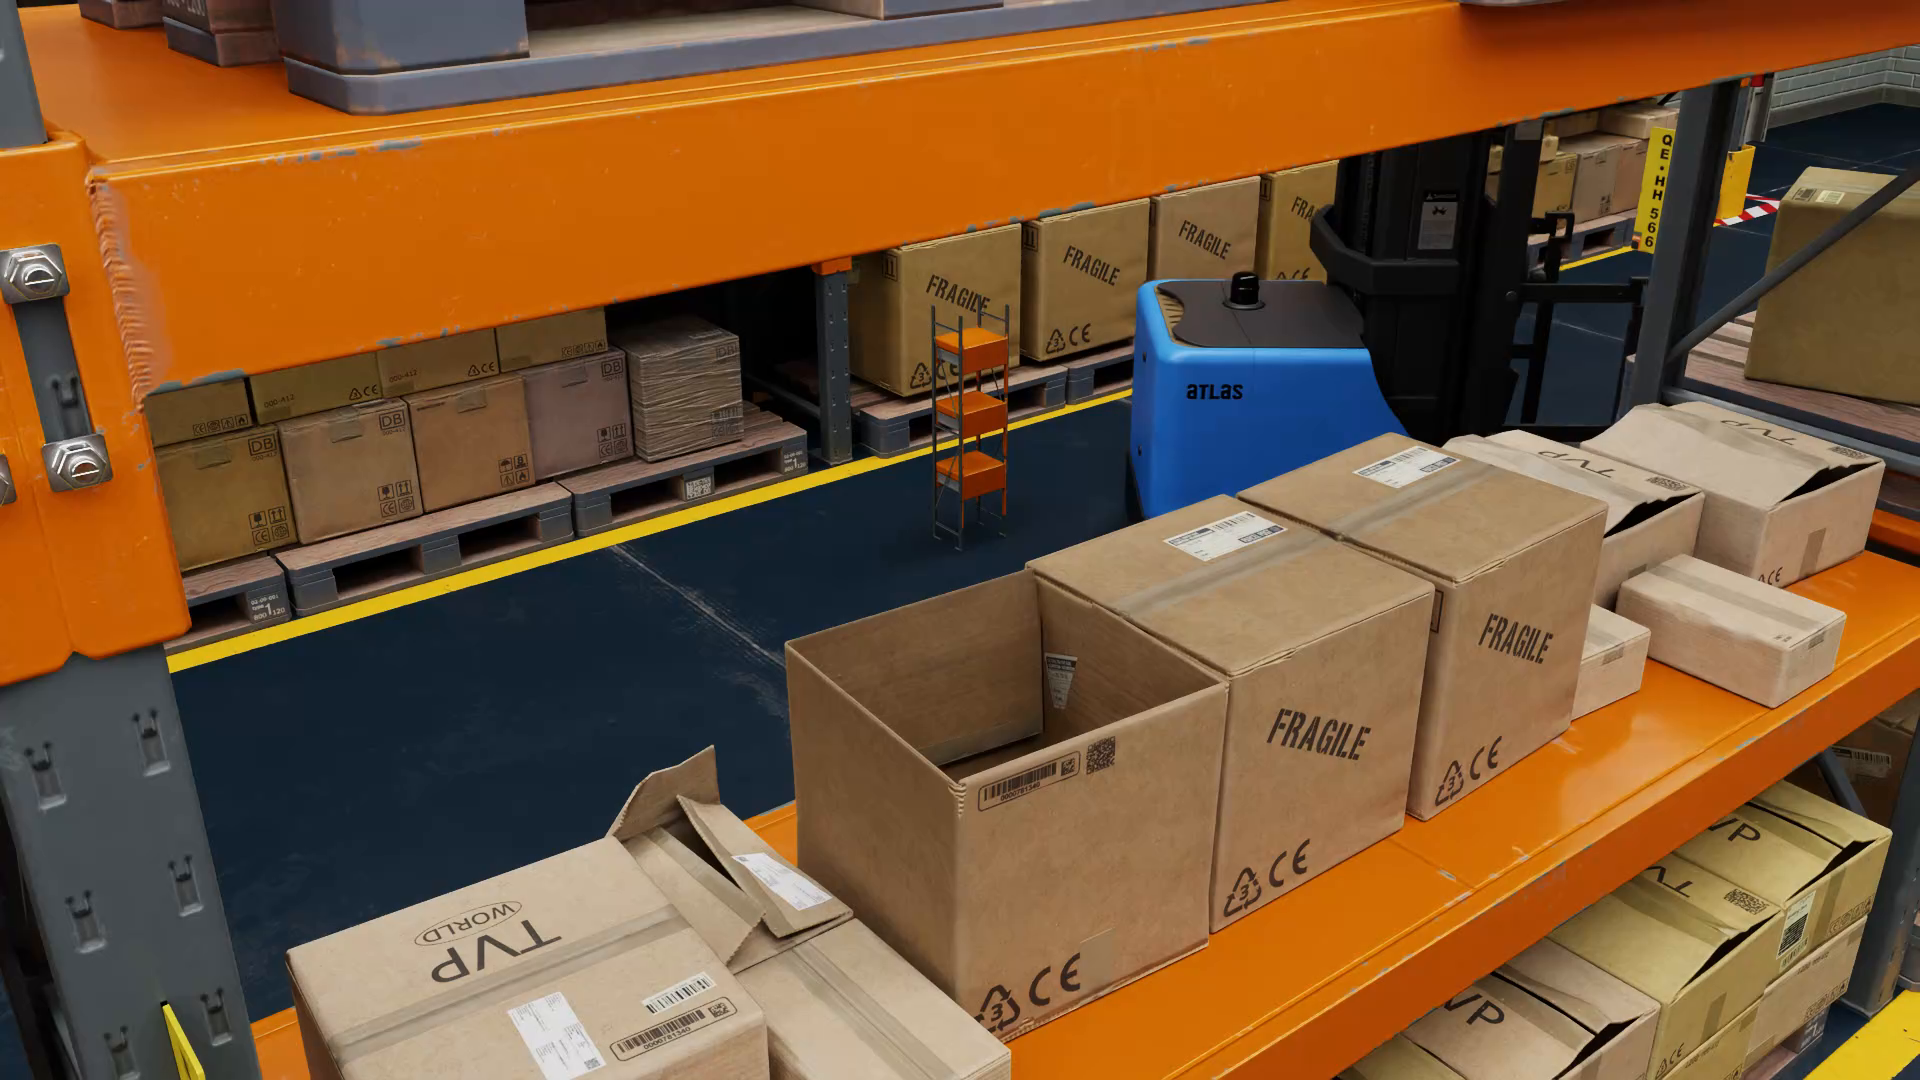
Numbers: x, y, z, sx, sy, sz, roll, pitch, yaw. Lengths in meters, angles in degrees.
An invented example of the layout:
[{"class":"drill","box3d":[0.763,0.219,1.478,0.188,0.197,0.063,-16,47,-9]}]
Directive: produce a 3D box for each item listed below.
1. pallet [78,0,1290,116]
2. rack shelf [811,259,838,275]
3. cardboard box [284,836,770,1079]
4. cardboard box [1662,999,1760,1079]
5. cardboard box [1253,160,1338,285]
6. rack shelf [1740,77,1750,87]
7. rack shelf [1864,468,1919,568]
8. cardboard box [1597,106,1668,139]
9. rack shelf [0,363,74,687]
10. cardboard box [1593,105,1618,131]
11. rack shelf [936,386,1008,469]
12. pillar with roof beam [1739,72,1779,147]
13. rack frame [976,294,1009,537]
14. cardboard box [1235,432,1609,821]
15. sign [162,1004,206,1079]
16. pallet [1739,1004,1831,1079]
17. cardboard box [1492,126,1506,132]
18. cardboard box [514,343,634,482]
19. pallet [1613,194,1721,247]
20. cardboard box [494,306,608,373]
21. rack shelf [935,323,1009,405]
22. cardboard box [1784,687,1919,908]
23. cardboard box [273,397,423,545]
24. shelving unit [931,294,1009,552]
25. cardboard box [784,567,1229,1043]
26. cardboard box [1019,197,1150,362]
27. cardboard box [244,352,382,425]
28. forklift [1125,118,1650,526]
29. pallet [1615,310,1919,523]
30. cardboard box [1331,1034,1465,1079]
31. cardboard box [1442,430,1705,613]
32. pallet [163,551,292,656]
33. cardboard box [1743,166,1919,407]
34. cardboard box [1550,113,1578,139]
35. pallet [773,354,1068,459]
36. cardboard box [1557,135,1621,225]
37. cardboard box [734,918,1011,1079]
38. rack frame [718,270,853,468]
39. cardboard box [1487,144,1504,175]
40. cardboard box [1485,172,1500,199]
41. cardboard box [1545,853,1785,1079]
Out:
[{"class":"pallet","box3d":[-0.278,-0.719,1.900,1.217,0.209,0.805,-20,31,-36]},{"class":"rack shelf","box3d":[-2.450,-1.045,6.793,4.000,0.370,1.077,-18,31,-34]},{"class":"cardboard box","box3d":[-0.603,0.714,2.326,0.500,0.250,0.500,-16,29,-31]},{"class":"cardboard box","box3d":[1.517,1.159,3.958,0.500,0.250,0.500,-19,31,-35]},{"class":"cardboard box","box3d":[1.841,-1.933,9.907,0.750,0.750,0.750,-18,30,-33]},{"class":"rack shelf","box3d":[3.846,-3.123,11.270,4.000,0.370,1.077,-18,31,-34]},{"class":"rack shelf","box3d":[3.758,-0.444,5.498,4.000,0.370,1.077,-18,31,-34]},{"class":"cardboard box","box3d":[4.741,-2.944,11.731,0.250,0.149,0.380,-17,30,-33]},{"class":"rack shelf","box3d":[-2.538,0.274,0.389,4.000,0.370,1.077,-18,31,-34]},{"class":"cardboard box","box3d":[4.507,-3.072,12.005,0.250,0.149,0.380,-18,30,-34]},{"class":"rack shelf","box3d":[0.042,-0.481,7.063,0.240,0.259,0.215,-18,31,-34]},{"class":"pillar with roof beam","box3d":[9.667,-6.252,10.031,0.400,9.000,9.100,-18,31,-34]},{"class":"rack frame","box3d":[0.138,-0.522,7.127,0.008,1.050,0.200,-18,31,-34]},{"class":"cardboard box","box3d":[0.873,0.145,3.255,0.500,0.500,0.500,-20,32,-37]},{"class":"sign","box3d":[-0.620,0.543,1.394,0.005,0.325,0.100,-18,31,-34]},{"class":"pallet","box3d":[1.512,1.215,4.381,1.213,0.211,1.003,-18,31,-34]},{"class":"cardboard box","box3d":[3.507,-2.741,11.292,0.250,0.149,0.380,-18,30,-34]},{"class":"cardboard box","box3d":[-1.887,-0.657,7.549,0.500,0.500,0.700,-18,31,-34]},{"class":"pallet","box3d":[4.839,-2.470,12.322,1.213,0.211,1.003,-18,31,-34]},{"class":"cardboard box","box3d":[-1.898,-0.965,7.322,0.500,0.250,0.500,-18,30,-33]},{"class":"rack shelf","box3d":[0.042,-0.738,6.944,0.240,0.259,0.215,-18,31,-34]},{"class":"cardboard box","box3d":[2.718,0.660,4.711,0.500,0.500,0.500,-17,30,-32]},{"class":"cardboard box","box3d":[-2.653,-0.384,6.961,0.500,0.500,0.700,-18,30,-33]},{"class":"shelving unit","box3d":[0.042,-0.490,7.059,0.252,1.050,0.215,-18,31,-34]},{"class":"cardboard box","box3d":[0.065,0.412,2.680,0.500,0.500,0.500,-16,29,-30]},{"class":"cardboard box","box3d":[0.477,-1.479,8.929,0.750,0.750,0.750,-18,31,-34]},{"class":"cardboard box","box3d":[-2.703,-0.706,6.764,0.500,0.250,0.500,-19,31,-35]},{"class":"forklift","box3d":[2.251,-1.265,6.493,3.031,2.935,1.130,0,25,1]},{"class":"pallet","box3d":[2.674,-0.363,4.697,1.003,0.211,1.213,-18,31,-34]},{"class":"cardboard box","box3d":[0.724,1.166,3.275,0.500,0.311,0.500,-17,30,-33]},{"class":"cardboard box","box3d":[1.360,-0.042,3.883,0.500,0.311,0.500,-19,31,-35]},{"class":"pallet","box3d":[-3.412,0.210,6.546,1.213,0.211,1.003,-18,31,-34]},{"class":"cardboard box","box3d":[2.610,-0.687,4.550,0.700,0.500,0.500,15,29,29]},{"class":"cardboard box","box3d":[4.110,-2.940,11.723,0.250,0.149,0.380,-18,30,-33]},{"class":"pallet","box3d":[-0.209,-0.806,8.735,1.213,0.211,1.003,-18,31,-34]},{"class":"cardboard box","box3d":[4.141,-2.550,11.651,0.500,0.500,0.700,-19,31,-36]},{"class":"cardboard box","box3d":[-0.140,0.740,2.391,0.250,0.149,0.380,-18,31,-34]},{"class":"rack frame","box3d":[-0.876,-1.891,7.761,0.127,3.000,1.000,-18,31,-34]},{"class":"cardboard box","box3d":[3.306,-2.469,10.708,0.250,0.149,0.380,-17,30,-32]},{"class":"cardboard box","box3d":[3.321,-2.276,11.062,0.500,0.500,0.700,-19,31,-35]},{"class":"cardboard box","box3d":[1.519,0.907,3.835,0.500,0.311,0.500,-19,31,-35]}]
